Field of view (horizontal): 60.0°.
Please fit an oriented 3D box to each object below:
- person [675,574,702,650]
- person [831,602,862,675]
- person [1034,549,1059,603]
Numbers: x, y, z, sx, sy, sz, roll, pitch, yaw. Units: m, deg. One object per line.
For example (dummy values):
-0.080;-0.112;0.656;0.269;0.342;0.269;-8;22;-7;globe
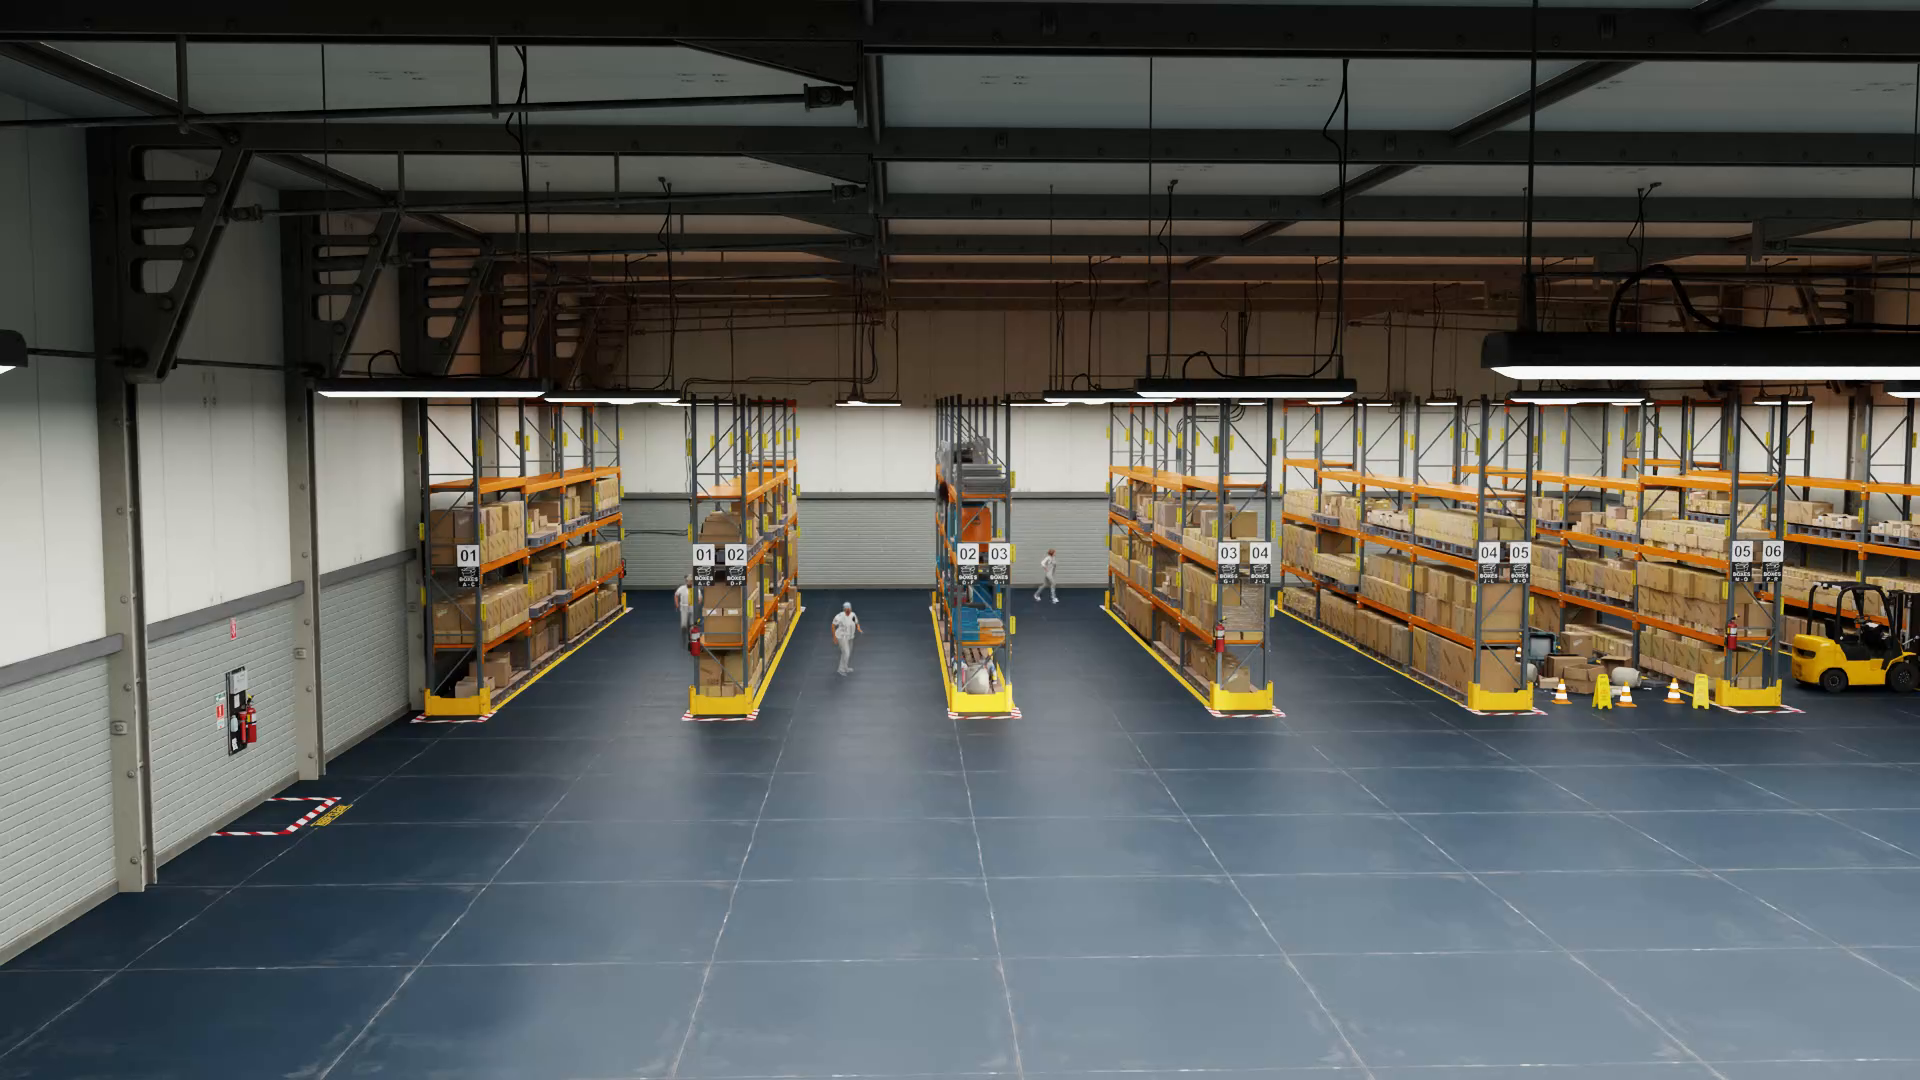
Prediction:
-6.486;1.722;39.733;0.654;1.820;0.734;-1;5;-9;person
-2.419;2.143;35.920;0.818;1.642;0.633;4;6;41;person
2.601;1.041;49.234;0.802;1.586;0.604;1;5;15;person
